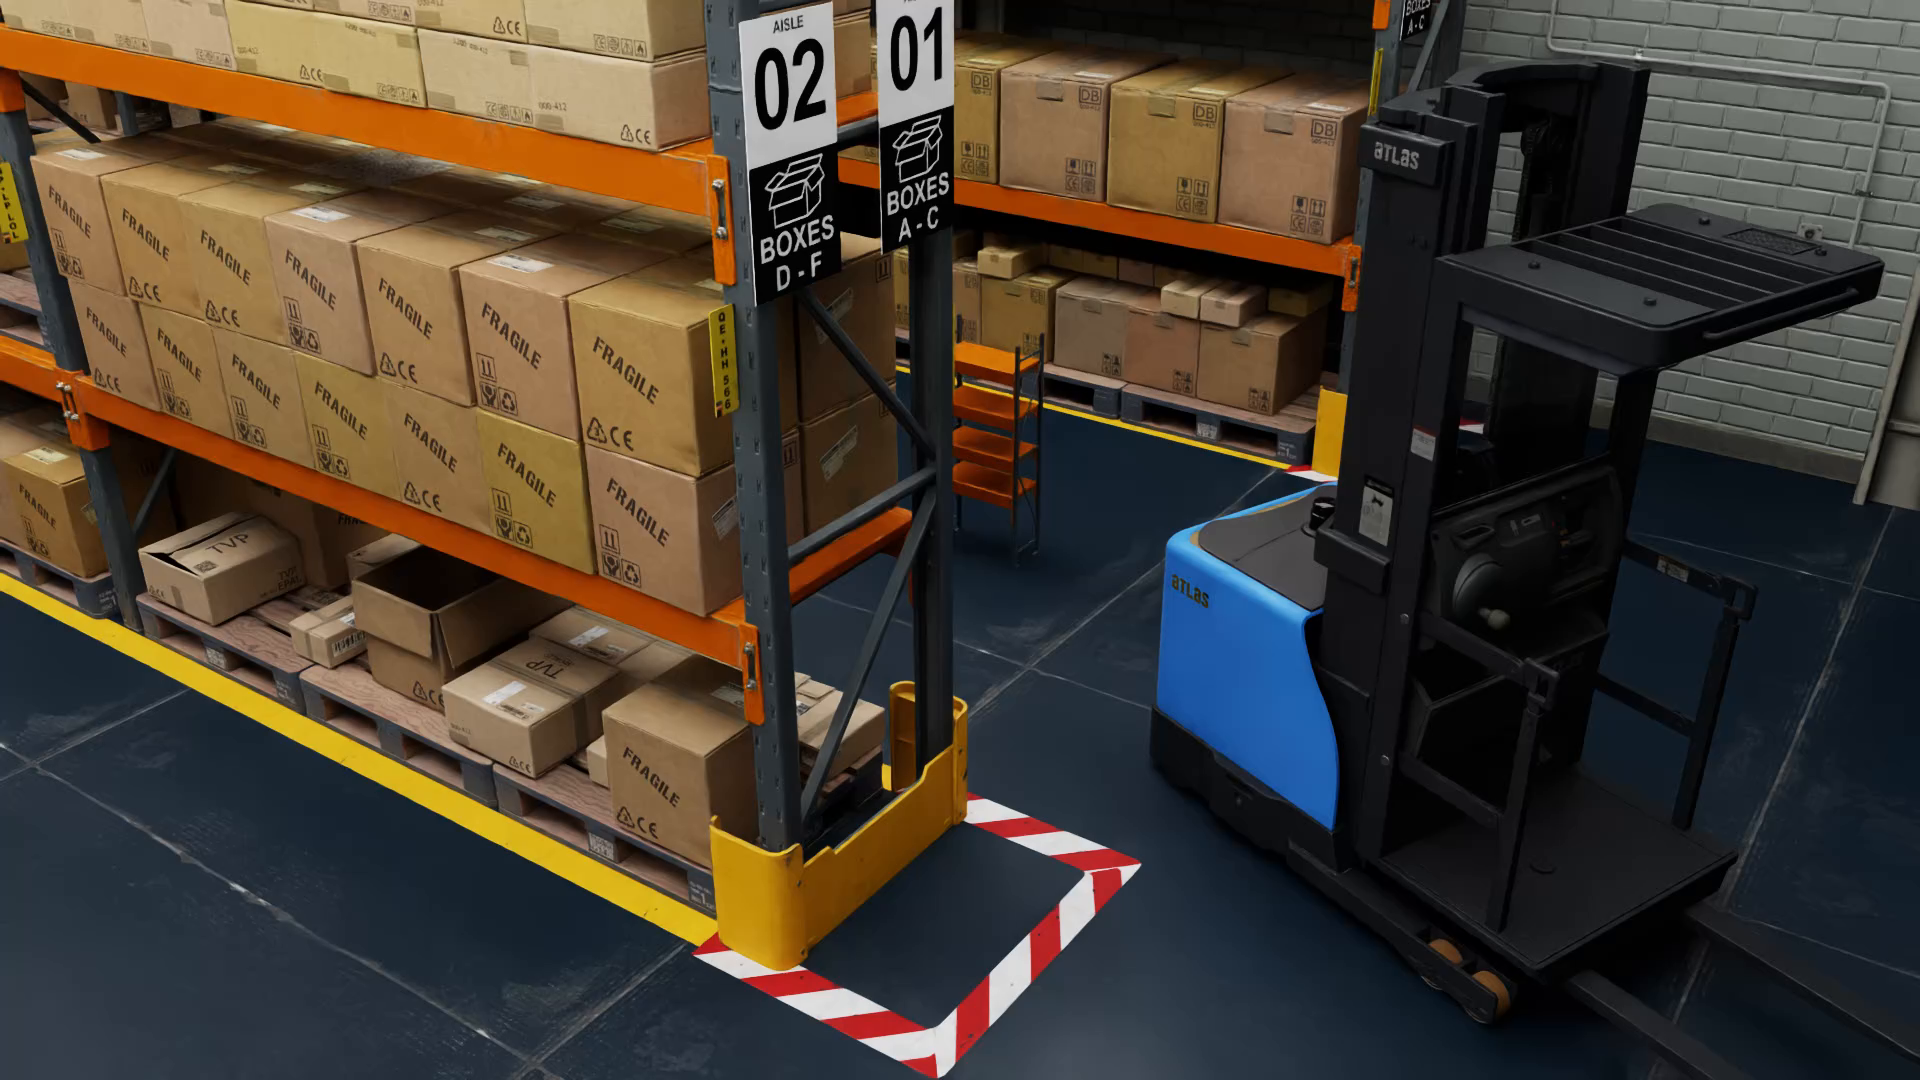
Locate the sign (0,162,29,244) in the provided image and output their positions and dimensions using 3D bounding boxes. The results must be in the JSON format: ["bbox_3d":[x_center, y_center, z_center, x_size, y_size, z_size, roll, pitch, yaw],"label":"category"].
[{"bbox_3d":[-3.963,-1.400,6.917,0.005,0.325,0.100,17,32,30],"label":"sign"}]

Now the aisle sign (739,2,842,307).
[{"bbox_3d":[-0.472,-1.092,4.722,0.004,0.787,0.394,17,32,30],"label":"aisle sign"}]

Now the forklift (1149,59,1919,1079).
[{"bbox_3d":[2.017,0.063,5.395,1.130,2.935,3.031,-17,31,-30],"label":"forklift"}]

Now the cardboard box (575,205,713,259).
[{"bbox_3d":[-1.007,-0.899,5.997,0.500,0.500,0.500,18,32,31],"label":"cardboard box"}]

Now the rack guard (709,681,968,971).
[{"bbox_3d":[-0.418,1.029,6.176,0.348,0.500,1.175,17,32,30],"label":"rack guard"}]

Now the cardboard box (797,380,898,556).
[{"bbox_3d":[-0.572,-0.322,5.966,0.500,0.500,0.500,18,32,31],"label":"cardboard box"}]

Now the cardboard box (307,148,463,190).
[{"bbox_3d":[-2.250,-1.289,6.764,0.500,0.500,0.500,18,32,31],"label":"cardboard box"}]

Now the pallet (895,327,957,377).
[{"bbox_3d":[-0.268,-1.478,11.422,1.213,0.211,1.003,17,32,30],"label":"pallet"}]

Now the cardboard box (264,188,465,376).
[{"bbox_3d":[-2.148,-0.960,6.116,0.500,0.500,0.500,18,32,32],"label":"cardboard box"}]

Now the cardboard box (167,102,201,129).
[{"bbox_3d":[-6.829,-3.899,15.375,0.500,0.500,0.700,19,32,32],"label":"cardboard box"}]

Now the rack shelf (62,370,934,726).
[{"bbox_3d":[-2.004,-0.258,6.743,4.000,0.370,1.077,17,32,30],"label":"rack shelf"}]

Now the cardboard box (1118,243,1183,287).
[{"bbox_3d":[1.195,-1.725,10.410,0.250,0.149,0.380,18,32,31],"label":"cardboard box"}]

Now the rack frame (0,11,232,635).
[{"bbox_3d":[-3.652,-1.092,7.589,0.127,3.000,1.000,17,32,30],"label":"rack frame"}]

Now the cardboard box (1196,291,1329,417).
[{"bbox_3d":[1.813,-1.134,9.963,0.500,0.500,0.700,17,32,30],"label":"cardboard box"}]

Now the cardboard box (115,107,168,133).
[{"bbox_3d":[-7.903,-4.059,16.058,0.250,0.166,0.380,13,30,24],"label":"cardboard box"}]

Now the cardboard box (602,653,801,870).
[{"bbox_3d":[-0.943,0.805,6.131,0.500,0.500,0.500,17,32,30],"label":"cardboard box"}]

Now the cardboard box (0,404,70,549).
[{"bbox_3d":[-4.624,-0.324,8.350,0.500,0.500,0.500,17,32,30],"label":"cardboard box"}]

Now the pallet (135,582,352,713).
[{"bbox_3d":[-3.087,0.327,7.874,1.213,0.211,1.003,17,32,30],"label":"pallet"}]

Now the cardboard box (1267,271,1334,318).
[{"bbox_3d":[2.029,-1.465,9.900,0.250,0.149,0.380,18,32,31],"label":"cardboard box"}]

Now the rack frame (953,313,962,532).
[{"bbox_3d":[-0.065,-0.555,8.517,0.015,1.200,0.240,17,32,30],"label":"rack frame"}]

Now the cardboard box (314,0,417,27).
[{"bbox_3d":[-1.745,-1.853,5.390,0.500,0.250,0.500,17,32,30],"label":"cardboard box"}]

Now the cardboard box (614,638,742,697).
[{"bbox_3d":[-1.055,0.590,6.830,0.500,0.250,0.500,17,32,30],"label":"cardboard box"}]

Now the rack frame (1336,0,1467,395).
[{"bbox_3d":[2.447,-1.918,9.212,0.127,3.000,1.000,17,32,30],"label":"rack frame"}]

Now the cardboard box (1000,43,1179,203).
[{"bbox_3d":[0.791,-2.561,10.144,0.700,0.700,0.980,16,31,28],"label":"cardboard box"}]

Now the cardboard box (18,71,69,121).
[{"bbox_3d":[-9.176,-4.544,16.643,0.500,0.500,0.700,15,31,27],"label":"cardboard box"}]

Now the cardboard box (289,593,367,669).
[{"bbox_3d":[-2.710,0.381,7.332,0.250,0.166,0.380,17,32,30],"label":"cardboard box"}]

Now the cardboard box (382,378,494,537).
[{"bbox_3d":[-1.716,-0.385,6.089,0.500,0.500,0.500,18,32,31],"label":"cardboard box"}]

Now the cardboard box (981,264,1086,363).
[{"bbox_3d":[0.542,-1.525,10.733,0.500,0.500,0.700,18,32,31],"label":"cardboard box"}]

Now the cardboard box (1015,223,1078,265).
[{"bbox_3d":[0.561,-1.921,10.796,0.250,0.149,0.380,18,32,31],"label":"cardboard box"}]

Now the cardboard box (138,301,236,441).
[{"bbox_3d":[-2.962,-0.774,6.853,0.500,0.500,0.500,18,32,31],"label":"cardboard box"}]

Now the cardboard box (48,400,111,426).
[{"bbox_3d":[-4.359,-0.523,8.740,0.500,0.500,0.500,18,32,31],"label":"cardboard box"}]

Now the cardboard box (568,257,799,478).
[{"bbox_3d":[-0.878,-0.567,5.344,0.500,0.500,0.500,17,32,30],"label":"cardboard box"}]

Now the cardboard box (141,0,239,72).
[{"bbox_3d":[-2.570,-1.886,6.007,0.500,0.250,0.500,17,32,30],"label":"cardboard box"}]

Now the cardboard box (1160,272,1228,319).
[{"bbox_3d":[1.393,-1.453,9.876,0.250,0.149,0.380,18,32,32],"label":"cardboard box"}]

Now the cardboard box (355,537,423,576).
[{"bbox_3d":[-2.404,0.143,7.642,0.500,0.311,0.500,17,32,30],"label":"cardboard box"}]

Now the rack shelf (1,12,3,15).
[{"bbox_3d":[-5.301,-2.622,8.081,4.000,0.370,1.077,17,32,30],"label":"rack shelf"}]

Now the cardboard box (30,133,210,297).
[{"bbox_3d":[-3.423,-1.356,6.895,0.500,0.500,0.500,18,32,32],"label":"cardboard box"}]

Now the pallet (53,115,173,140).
[{"bbox_3d":[-8.019,-3.916,16.212,1.213,0.211,1.003,17,32,30],"label":"pallet"}]

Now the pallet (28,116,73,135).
[{"bbox_3d":[-9.028,-4.229,16.827,1.213,0.211,1.003,17,32,30],"label":"pallet"}]

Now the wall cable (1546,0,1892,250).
[{"bbox_3d":[4.038,-2.396,9.030,1.851,1.984,0.084,17,32,30],"label":"wall cable"}]

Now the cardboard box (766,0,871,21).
[{"bbox_3d":[-0.631,-1.787,5.262,0.500,0.250,0.500,17,32,30],"label":"cardboard box"}]

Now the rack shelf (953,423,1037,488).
[{"bbox_3d":[0.136,-0.432,8.425,0.480,0.148,0.258,17,32,30],"label":"rack shelf"}]

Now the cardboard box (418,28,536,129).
[{"bbox_3d":[-1.334,-1.501,5.250,0.500,0.250,0.500,17,32,30],"label":"cardboard box"}]

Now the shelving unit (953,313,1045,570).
[{"bbox_3d":[0.136,-0.492,8.394,0.503,1.200,0.258,17,32,30],"label":"shelving unit"}]
